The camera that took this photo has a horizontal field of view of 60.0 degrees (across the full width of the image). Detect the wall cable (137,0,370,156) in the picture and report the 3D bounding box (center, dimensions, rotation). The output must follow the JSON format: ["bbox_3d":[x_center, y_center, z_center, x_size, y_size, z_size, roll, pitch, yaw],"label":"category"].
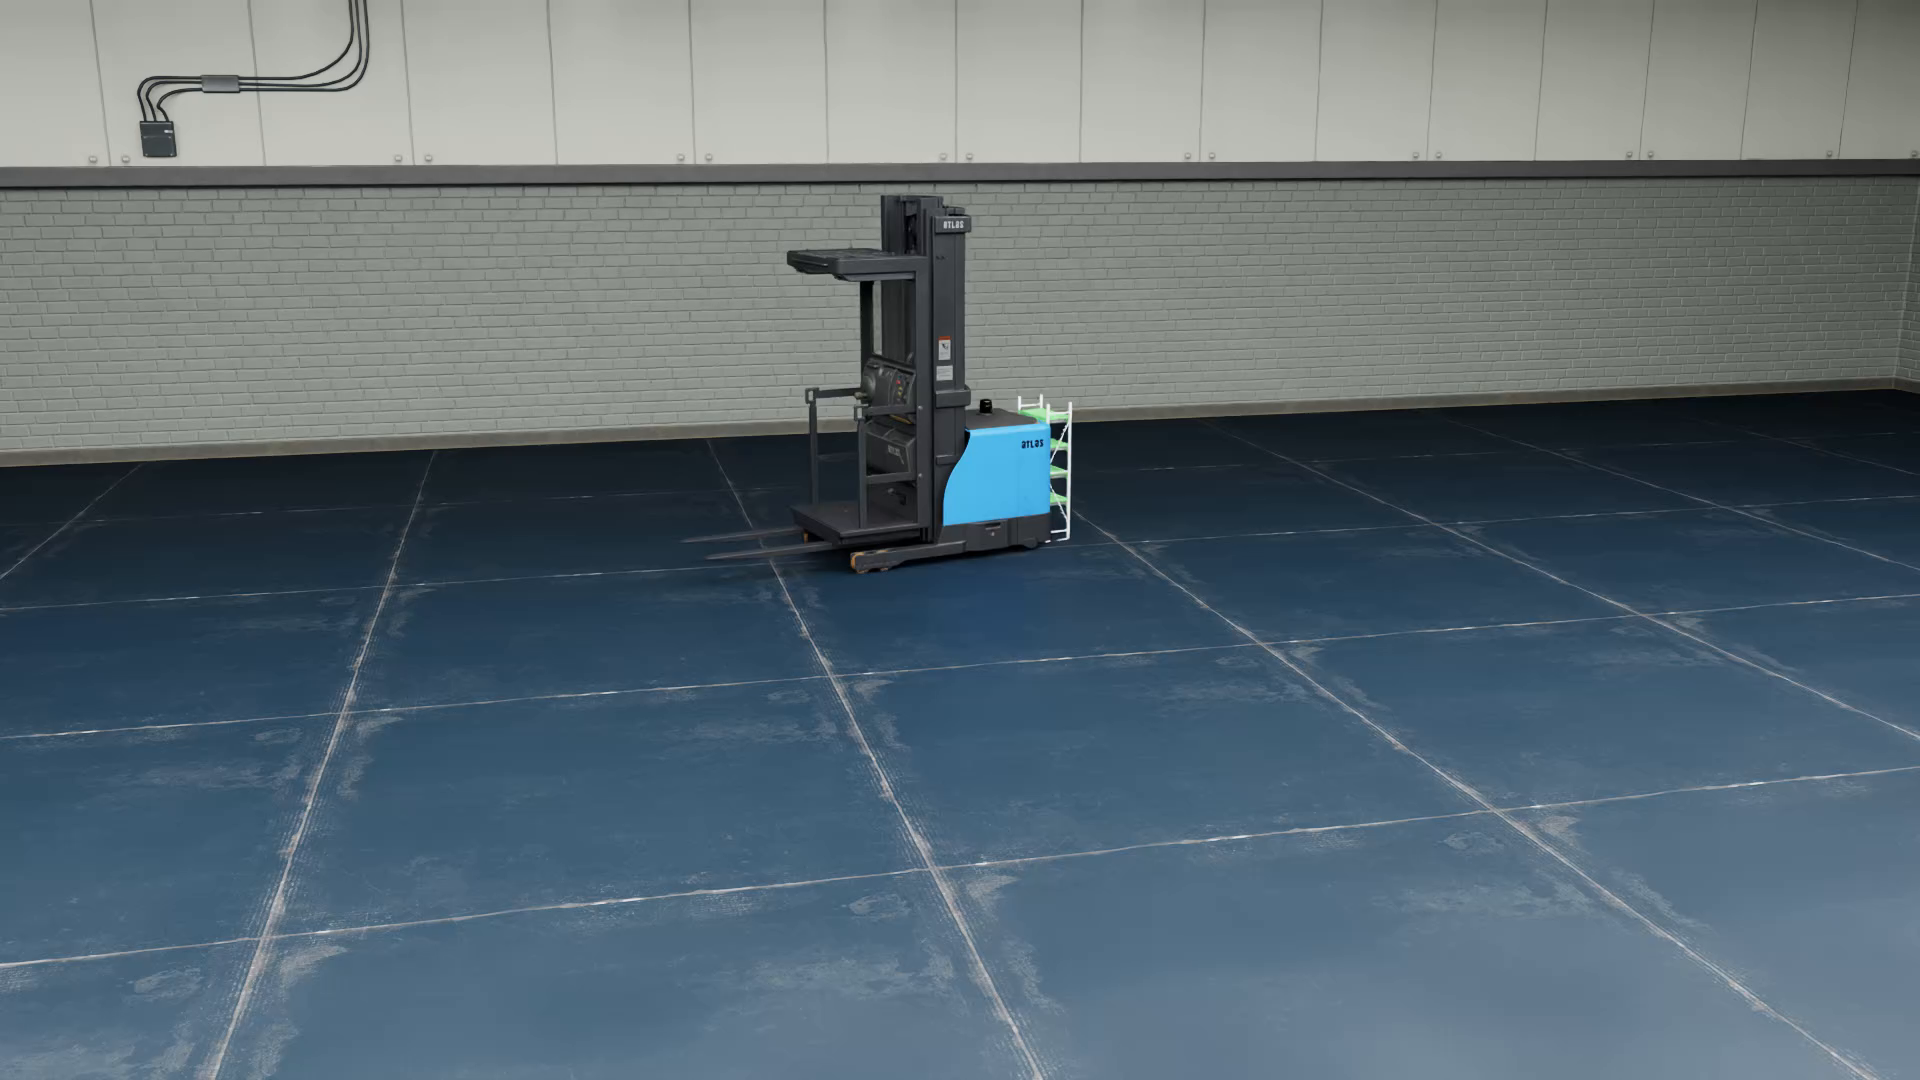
[{"bbox_3d":[-7.314,-6.948,16.738,2.305,6.003,0.169,-3,14,-13],"label":"wall cable"}]

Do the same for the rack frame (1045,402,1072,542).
[{"bbox_3d":[0.840,-0.578,14.263,0.240,1.200,0.015,-7,15,-27],"label":"rack frame"}]

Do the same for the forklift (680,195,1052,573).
[{"bbox_3d":[-0.771,-1.298,13.566,3.031,2.935,1.130,-7,15,-27],"label":"forklift"}]

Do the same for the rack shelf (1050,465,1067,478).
[{"bbox_3d":[0.727,-0.567,14.489,0.258,0.148,0.480,-7,15,-27],"label":"rack shelf"}]

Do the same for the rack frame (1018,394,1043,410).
[{"bbox_3d":[0.615,-0.681,14.684,0.240,1.200,0.015,-7,15,-27],"label":"rack frame"}]

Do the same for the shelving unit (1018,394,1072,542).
[{"bbox_3d":[0.728,-0.629,14.473,0.258,1.200,0.503,-7,15,-27],"label":"shelving unit"}]

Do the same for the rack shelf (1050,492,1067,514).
[{"bbox_3d":[0.727,-0.334,14.545,0.258,0.148,0.480,-7,15,-27],"label":"rack shelf"}]

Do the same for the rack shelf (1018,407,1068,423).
[{"bbox_3d":[0.728,-1.034,14.375,0.258,0.148,0.480,-7,15,-27],"label":"rack shelf"}]

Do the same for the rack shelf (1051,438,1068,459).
[{"bbox_3d":[0.728,-0.800,14.432,0.258,0.148,0.480,-7,15,-27],"label":"rack shelf"}]
